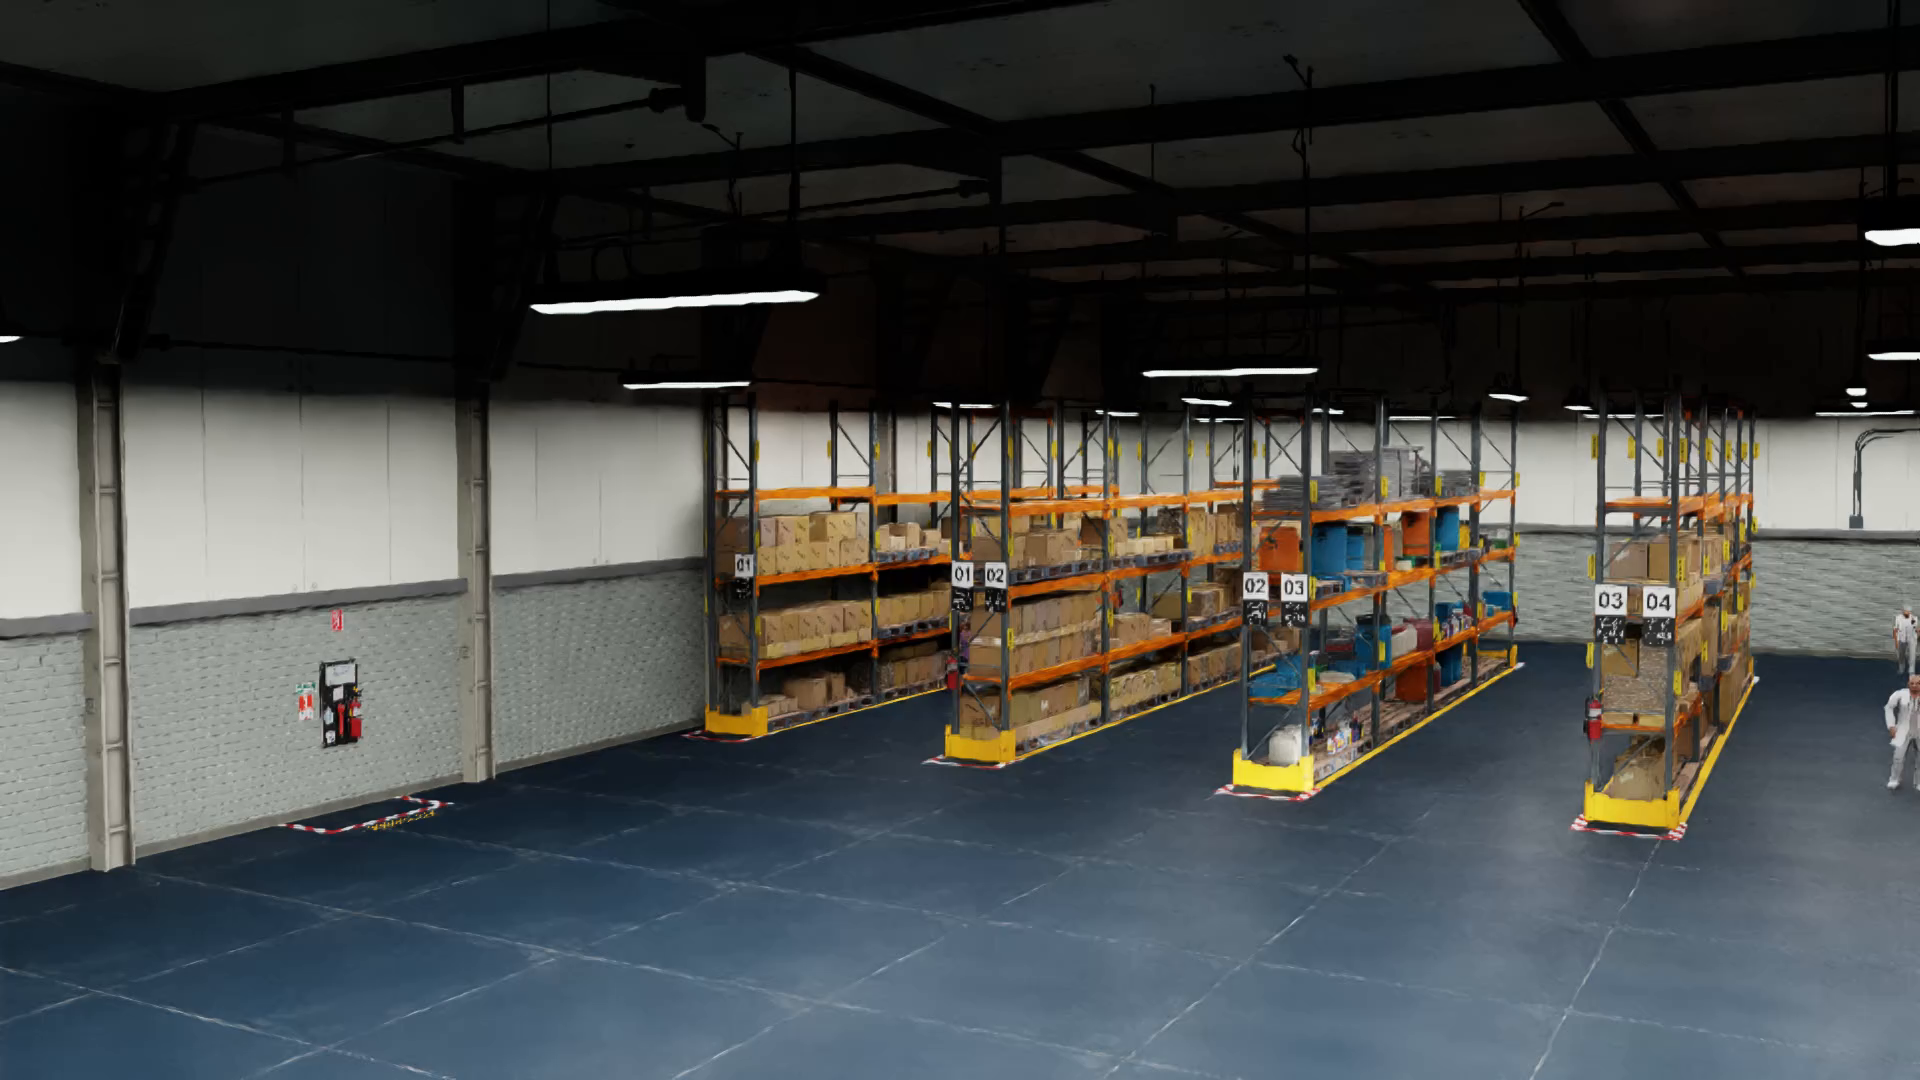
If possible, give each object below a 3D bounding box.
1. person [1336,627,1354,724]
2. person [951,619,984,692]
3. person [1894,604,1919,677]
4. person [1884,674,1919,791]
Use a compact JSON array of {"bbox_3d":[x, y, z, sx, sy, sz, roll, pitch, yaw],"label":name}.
[{"bbox_3d":[6.741,2.369,29.134,0.472,1.666,0.639,3,4,40],"label":"person"},{"bbox_3d":[0.191,2.382,34.253,0.416,1.525,1.034,2,3,27],"label":"person"},{"bbox_3d":[20.972,2.207,36.856,0.497,1.583,1.090,2,4,31],"label":"person"},{"bbox_3d":[14.001,2.819,24.457,0.729,1.733,0.546,2,3,27],"label":"person"}]
